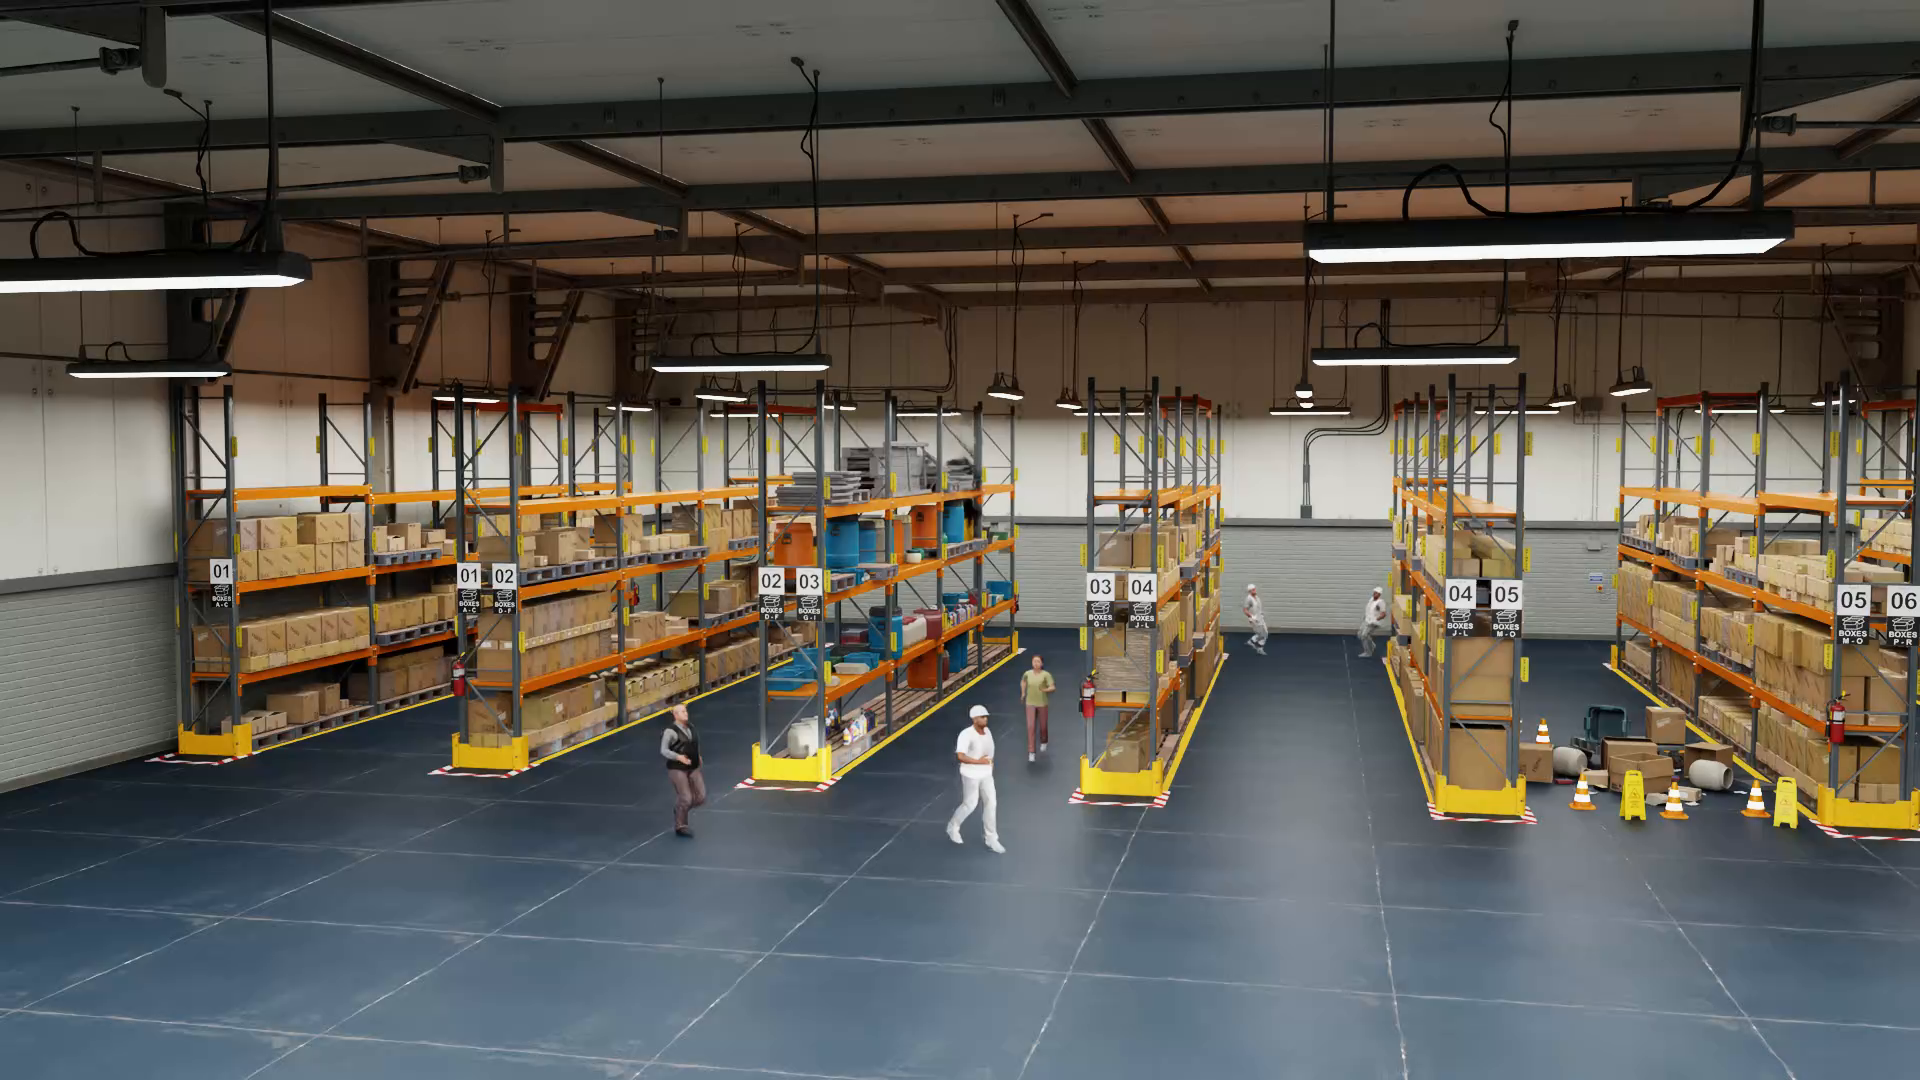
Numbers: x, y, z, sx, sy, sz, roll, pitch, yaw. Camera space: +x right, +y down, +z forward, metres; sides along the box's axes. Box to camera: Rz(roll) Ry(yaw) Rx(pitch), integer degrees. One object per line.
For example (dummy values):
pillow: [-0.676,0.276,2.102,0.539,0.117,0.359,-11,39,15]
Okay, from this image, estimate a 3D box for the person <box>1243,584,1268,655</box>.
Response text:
person: [7.076,1.913,39.976,0.564,1.723,0.690,3,4,42]

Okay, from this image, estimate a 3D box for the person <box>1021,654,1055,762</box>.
person: [1.239,2.652,26.631,0.575,1.653,0.970,0,3,8]

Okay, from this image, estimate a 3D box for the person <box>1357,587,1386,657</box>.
person: [9.726,1.945,39.359,0.523,1.695,0.726,0,3,-8]

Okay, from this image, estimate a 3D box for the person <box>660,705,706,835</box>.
person: [-3.548,2.960,21.448,0.598,1.674,0.654,3,4,38]

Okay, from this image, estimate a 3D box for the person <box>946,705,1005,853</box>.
person: [0.201,2.956,20.727,0.835,1.814,0.721,3,4,42]
